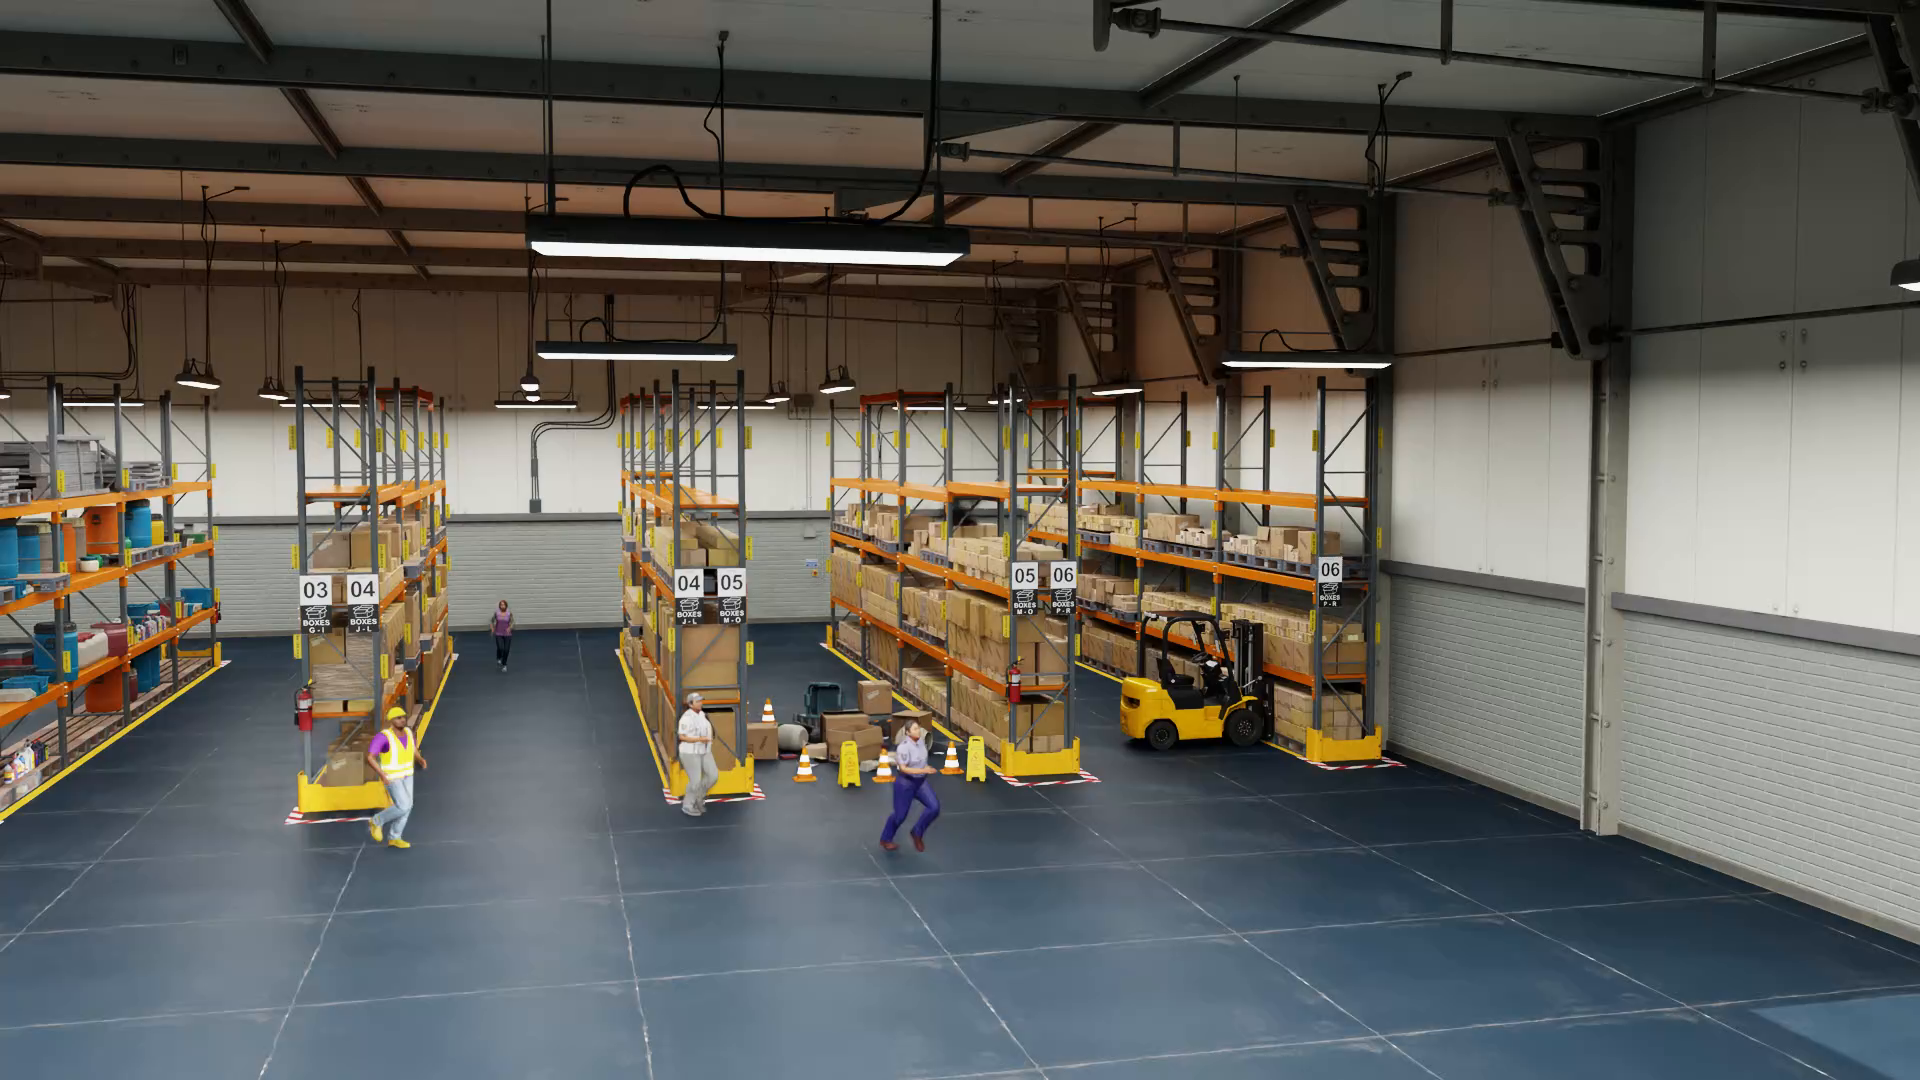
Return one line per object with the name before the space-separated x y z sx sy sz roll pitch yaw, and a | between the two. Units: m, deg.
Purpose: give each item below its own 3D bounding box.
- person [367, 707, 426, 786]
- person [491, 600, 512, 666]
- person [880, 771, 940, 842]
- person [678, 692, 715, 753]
person | -6.877 2.521 20.463 0.505 0.933 0.687 2 4 28
person | -9.922 2.028 36.015 0.471 1.467 0.630 -1 4 -19
person | -0.608 3.231 20.181 0.720 0.908 0.415 3 4 38
person | -3.476 2.452 22.227 0.526 0.797 0.607 2 4 29
